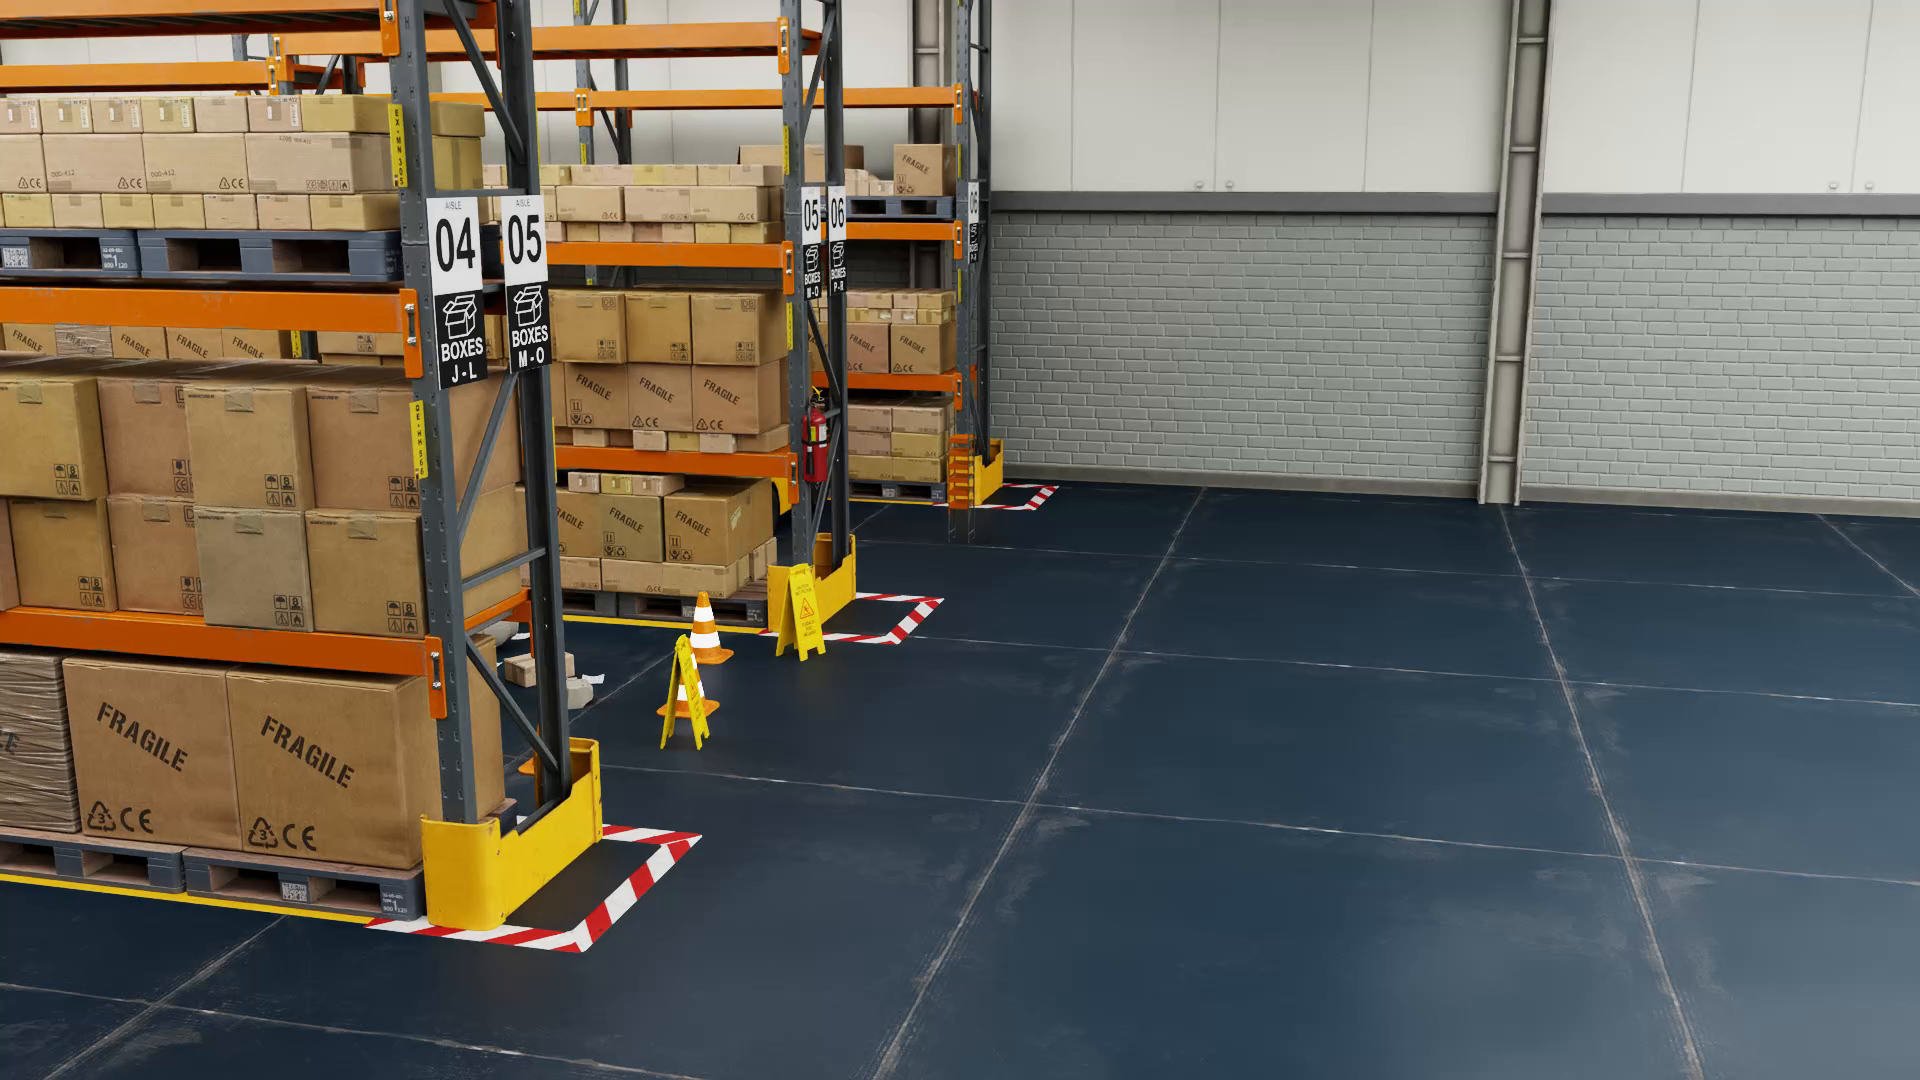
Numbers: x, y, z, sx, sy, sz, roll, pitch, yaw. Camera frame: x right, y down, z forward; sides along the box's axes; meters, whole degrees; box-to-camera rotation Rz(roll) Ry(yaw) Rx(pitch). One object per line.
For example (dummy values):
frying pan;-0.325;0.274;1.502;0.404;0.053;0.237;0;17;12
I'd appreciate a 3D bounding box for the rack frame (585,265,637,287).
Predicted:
rack frame;-3.742;-2.150;18.017;0.127;3.000;1.000;3;13;14

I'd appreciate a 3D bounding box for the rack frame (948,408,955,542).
rack frame;-0.075;-0.590;15.138;0.006;1.200;0.240;3;13;14

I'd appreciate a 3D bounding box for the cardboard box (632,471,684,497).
cardboard box;-2.257;-0.436;12.439;0.250;0.149;0.380;3;13;15

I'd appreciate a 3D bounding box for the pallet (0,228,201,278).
pallet;-4.043;-1.373;7.792;1.213;0.211;1.003;3;13;14

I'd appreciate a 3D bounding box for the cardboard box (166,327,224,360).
cardboard box;-5.913;-1.507;13.228;0.500;0.500;0.500;3;13;14

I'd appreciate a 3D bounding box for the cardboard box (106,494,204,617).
cardboard box;-3.556;-0.015;8.046;0.550;0.550;0.875;3;13;14

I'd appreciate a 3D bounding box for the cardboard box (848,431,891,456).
cardboard box;-0.890;-1.037;17.225;0.500;0.250;0.500;3;13;13

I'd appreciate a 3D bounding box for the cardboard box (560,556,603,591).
cardboard box;-2.904;0.199;12.808;0.500;0.250;0.500;3;13;12

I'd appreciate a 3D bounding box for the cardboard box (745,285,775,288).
cardboard box;-2.124;-2.635;17.786;0.250;0.149;0.380;3;13;13

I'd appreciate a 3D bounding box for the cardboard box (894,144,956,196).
cardboard box;-0.346;-3.682;16.562;0.500;0.500;0.500;3;13;15

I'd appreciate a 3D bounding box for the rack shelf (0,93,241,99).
rack shelf;-9.567;-4.844;18.892;4.000;0.370;1.077;3;13;14

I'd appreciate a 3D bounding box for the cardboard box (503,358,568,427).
cardboard box;-3.094;-1.147;12.577;0.500;0.500;0.500;3;13;14

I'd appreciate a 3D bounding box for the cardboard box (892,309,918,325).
cardboard box;-0.517;-2.274;16.848;0.250;0.149;0.380;3;13;14

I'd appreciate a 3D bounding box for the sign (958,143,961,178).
sign;-0.002;-3.687;16.158;0.005;0.325;0.100;3;13;14

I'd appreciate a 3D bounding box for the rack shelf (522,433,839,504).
rack shelf;-2.986;-0.651;12.922;4.000;0.370;1.077;3;13;14

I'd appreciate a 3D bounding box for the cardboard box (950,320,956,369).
cardboard box;-0.273;-2.076;17.450;0.500;0.500;0.500;3;13;15

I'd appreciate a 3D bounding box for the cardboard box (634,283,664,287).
cardboard box;-3.359;-2.708;18.116;0.250;0.149;0.380;3;13;14

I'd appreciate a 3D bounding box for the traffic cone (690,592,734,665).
traffic cone;-1.771;0.589;11.529;0.334;0.463;0.336;3;13;14

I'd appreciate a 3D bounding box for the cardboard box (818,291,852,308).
cardboard box;-1.267;-2.461;17.001;0.250;0.149;0.380;3;13;15

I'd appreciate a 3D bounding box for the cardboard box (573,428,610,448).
cardboard box;-2.717;-0.802;12.521;0.250;0.149;0.380;3;13;13

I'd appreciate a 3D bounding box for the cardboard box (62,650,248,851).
cardboard box;-3.661;0.913;8.145;0.875;0.875;0.875;3;13;13

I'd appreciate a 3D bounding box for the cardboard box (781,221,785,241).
cardboard box;-1.288;-2.326;12.464;0.250;0.149;0.380;3;13;14

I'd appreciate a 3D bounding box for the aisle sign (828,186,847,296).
aisle sign;-0.910;-2.230;12.374;0.004;0.787;0.394;3;13;14

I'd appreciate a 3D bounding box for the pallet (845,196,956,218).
pallet;-0.539;-3.406;16.956;1.213;0.211;1.003;3;13;14

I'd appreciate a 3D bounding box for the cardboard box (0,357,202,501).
cardboard box;-4.096;-0.547;7.953;0.500;0.550;0.875;3;13;14

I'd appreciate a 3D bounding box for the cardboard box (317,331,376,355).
cardboard box;-4.552;-1.720;12.852;0.500;0.500;0.700;3;13;13

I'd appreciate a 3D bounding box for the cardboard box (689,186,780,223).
cardboard box;-1.605;-2.405;11.899;0.500;0.250;0.500;3;13;13

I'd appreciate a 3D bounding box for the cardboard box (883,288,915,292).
cardboard box;-0.639;-2.547;17.391;0.250;0.149;0.380;3;13;15

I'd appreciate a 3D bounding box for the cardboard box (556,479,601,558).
cardboard box;-2.880;-0.168;12.731;0.500;0.500;0.500;3;13;12

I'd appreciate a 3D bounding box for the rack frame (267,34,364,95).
rack frame;-4.927;-4.035;12.662;0.127;3.000;1.000;3;13;14

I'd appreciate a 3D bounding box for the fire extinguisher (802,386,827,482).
fire extinguisher;-1.043;-0.758;11.921;0.183;0.674;0.296;3;13;14

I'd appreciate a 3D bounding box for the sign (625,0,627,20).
sign;-3.585;-5.728;17.769;0.005;0.325;0.100;3;13;14

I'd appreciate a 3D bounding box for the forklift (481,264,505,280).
forklift;-4.559;-1.473;15.122;1.130;2.935;3.031;-1;13;-4

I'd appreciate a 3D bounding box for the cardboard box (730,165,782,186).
cardboard box;-1.443;-2.585;11.791;0.250;0.149;0.380;3;13;14

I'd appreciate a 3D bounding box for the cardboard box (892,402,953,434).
cardboard box;-0.380;-1.252;17.038;0.500;0.250;0.500;4;13;15

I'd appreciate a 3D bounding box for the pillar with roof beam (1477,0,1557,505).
pillar with roof beam;4.475;-3.881;11.965;0.400;9.000;9.100;3;13;14

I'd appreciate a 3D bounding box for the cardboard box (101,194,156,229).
cardboard box;-3.524;-1.447;7.301;0.250;0.149;0.380;3;13;13

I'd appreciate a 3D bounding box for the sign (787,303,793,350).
sign;-1.196;-1.503;11.695;0.005;0.325;0.100;3;13;14

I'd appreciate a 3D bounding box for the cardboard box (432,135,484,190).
cardboard box;-2.539;-1.722;7.620;0.500;0.250;0.500;3;13;13

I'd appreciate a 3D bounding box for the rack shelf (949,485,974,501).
rack shelf;0.014;-0.424;15.152;0.180;0.103;0.258;3;13;14

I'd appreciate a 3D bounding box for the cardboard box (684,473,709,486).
cardboard box;-2.293;-0.255;13.121;0.500;0.500;0.500;3;13;11

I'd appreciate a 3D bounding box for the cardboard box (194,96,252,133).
cardboard box;-3.031;-1.810;7.097;0.250;0.149;0.380;3;13;14

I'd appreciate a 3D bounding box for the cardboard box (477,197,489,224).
cardboard box;-2.388;-1.533;7.691;0.250;0.149;0.380;3;13;14

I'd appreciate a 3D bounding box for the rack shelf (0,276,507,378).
rack shelf;-4.074;-1.070;7.882;4.000;0.370;1.077;3;13;14

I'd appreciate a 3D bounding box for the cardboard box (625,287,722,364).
cardboard box;-2.082;-1.589;12.263;0.500;0.500;0.700;3;13;14

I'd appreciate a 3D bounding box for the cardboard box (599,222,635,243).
cardboard box;-2.440;-2.257;12.154;0.250;0.149;0.380;3;13;13

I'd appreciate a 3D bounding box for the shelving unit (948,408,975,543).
shelving unit;0.014;-0.585;15.117;0.189;1.200;0.258;3;13;14

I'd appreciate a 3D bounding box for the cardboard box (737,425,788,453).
cardboard box;-1.458;-0.751;12.288;0.250;0.149;0.380;4;13;15

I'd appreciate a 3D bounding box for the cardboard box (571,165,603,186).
cardboard box;-2.654;-2.673;12.189;0.250;0.149;0.380;3;13;12
